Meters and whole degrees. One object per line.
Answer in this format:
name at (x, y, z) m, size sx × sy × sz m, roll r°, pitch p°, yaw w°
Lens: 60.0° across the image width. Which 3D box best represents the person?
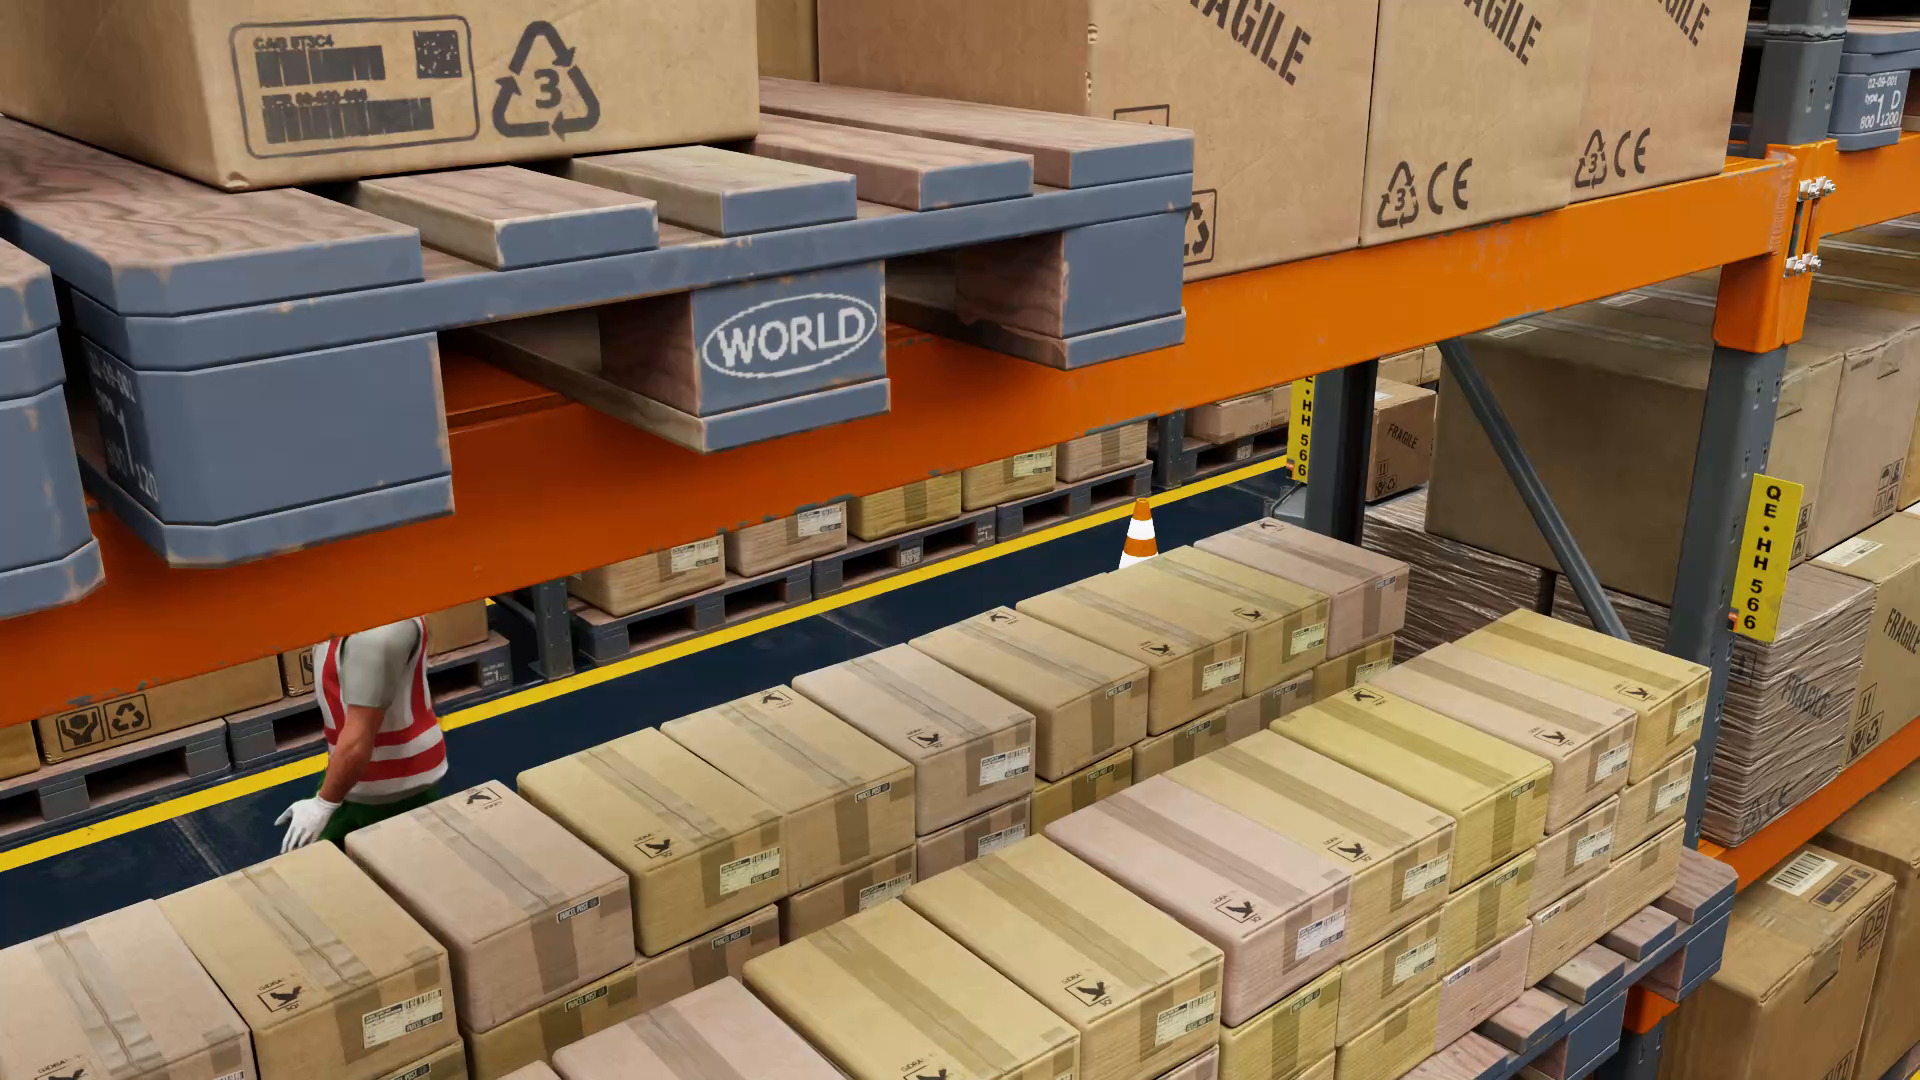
person at (-1.671, 0.815, 4.771) m, size 0.592 × 1.600 × 0.537 m, roll -10°, pitch 23°, yaw -24°
